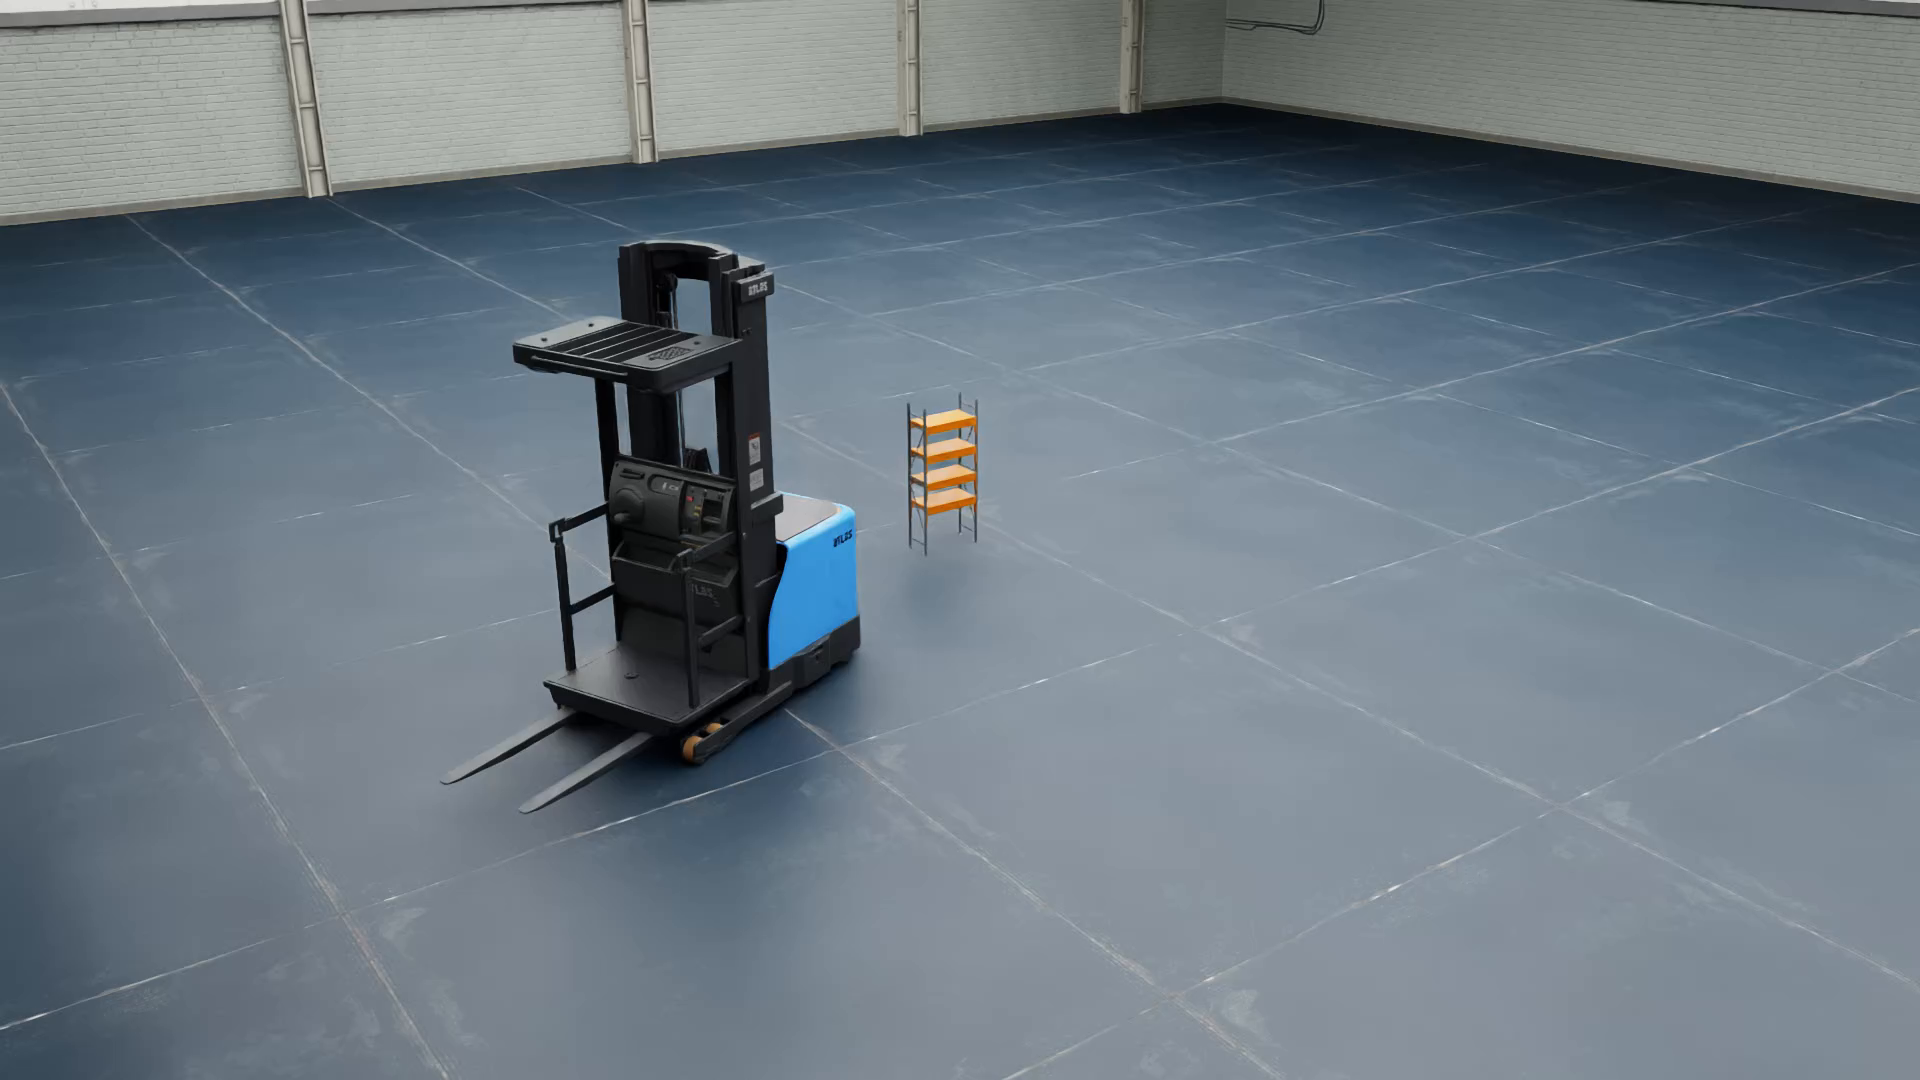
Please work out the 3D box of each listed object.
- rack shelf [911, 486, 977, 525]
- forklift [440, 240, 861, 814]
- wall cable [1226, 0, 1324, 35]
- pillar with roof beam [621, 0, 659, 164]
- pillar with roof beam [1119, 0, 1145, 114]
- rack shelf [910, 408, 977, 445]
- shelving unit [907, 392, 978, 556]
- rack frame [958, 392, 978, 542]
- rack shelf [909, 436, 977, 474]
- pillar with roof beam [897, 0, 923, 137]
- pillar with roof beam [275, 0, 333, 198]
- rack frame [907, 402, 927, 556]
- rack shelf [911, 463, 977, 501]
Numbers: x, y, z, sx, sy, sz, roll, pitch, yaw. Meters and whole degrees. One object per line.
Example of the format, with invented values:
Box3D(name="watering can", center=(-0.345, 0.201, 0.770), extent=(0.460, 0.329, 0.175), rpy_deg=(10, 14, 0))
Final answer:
Box3D(name="rack shelf", center=(-0.134, -0.275, 13.183), extent=(0.480, 0.148, 0.258), rpy_deg=(-15, 26, -33))
Box3D(name="forklift", center=(-1.872, -0.208, 9.964), extent=(1.130, 2.935, 3.031), rpy_deg=(13, 25, 29))
Box3D(name="wall cable", center=(7.014, -12.654, 37.156), extent=(0.112, 2.526, 3.097), rpy_deg=(-15, 26, -33))
Box3D(name="pillar with roof beam", center=(-3.376, -9.964, 26.224), extent=(0.400, 9.000, 9.100), rpy_deg=(-15, 26, -33))
Box3D(name="pillar with roof beam", center=(6.365, -12.561, 32.733), extent=(0.400, 9.000, 9.100), rpy_deg=(-15, 26, -33))
Box3D(name="rack shelf", center=(-0.134, -0.886, 12.939), extent=(0.480, 0.148, 0.258), rpy_deg=(-15, 26, -33))
Box3D(name="shelving unit", center=(-0.134, -0.521, 13.084), extent=(0.503, 1.200, 0.258), rpy_deg=(-15, 26, -33))
Box3D(name="rack frame", center=(0.064, -0.574, 13.217), extent=(0.015, 1.200, 0.240), rpy_deg=(-15, 26, -33))
Box3D(name="rack shelf", center=(-0.134, -0.667, 13.026), extent=(0.480, 0.148, 0.258), rpy_deg=(-15, 26, -33))
Box3D(name="pillar with roof beam", center=(1.494, -11.263, 29.479), extent=(0.400, 9.000, 9.100), rpy_deg=(-15, 26, -33))
Box3D(name="pillar with roof beam", center=(-8.246, -8.665, 22.970), extent=(0.400, 9.000, 9.100), rpy_deg=(-15, 26, -33))
Box3D(name="rack frame", center=(-0.332, -0.469, 12.952), extent=(0.015, 1.200, 0.240), rpy_deg=(-15, 26, -33))
Box3D(name="rack shelf", center=(-0.134, -0.459, 13.109), extent=(0.480, 0.148, 0.258), rpy_deg=(-15, 26, -33))
